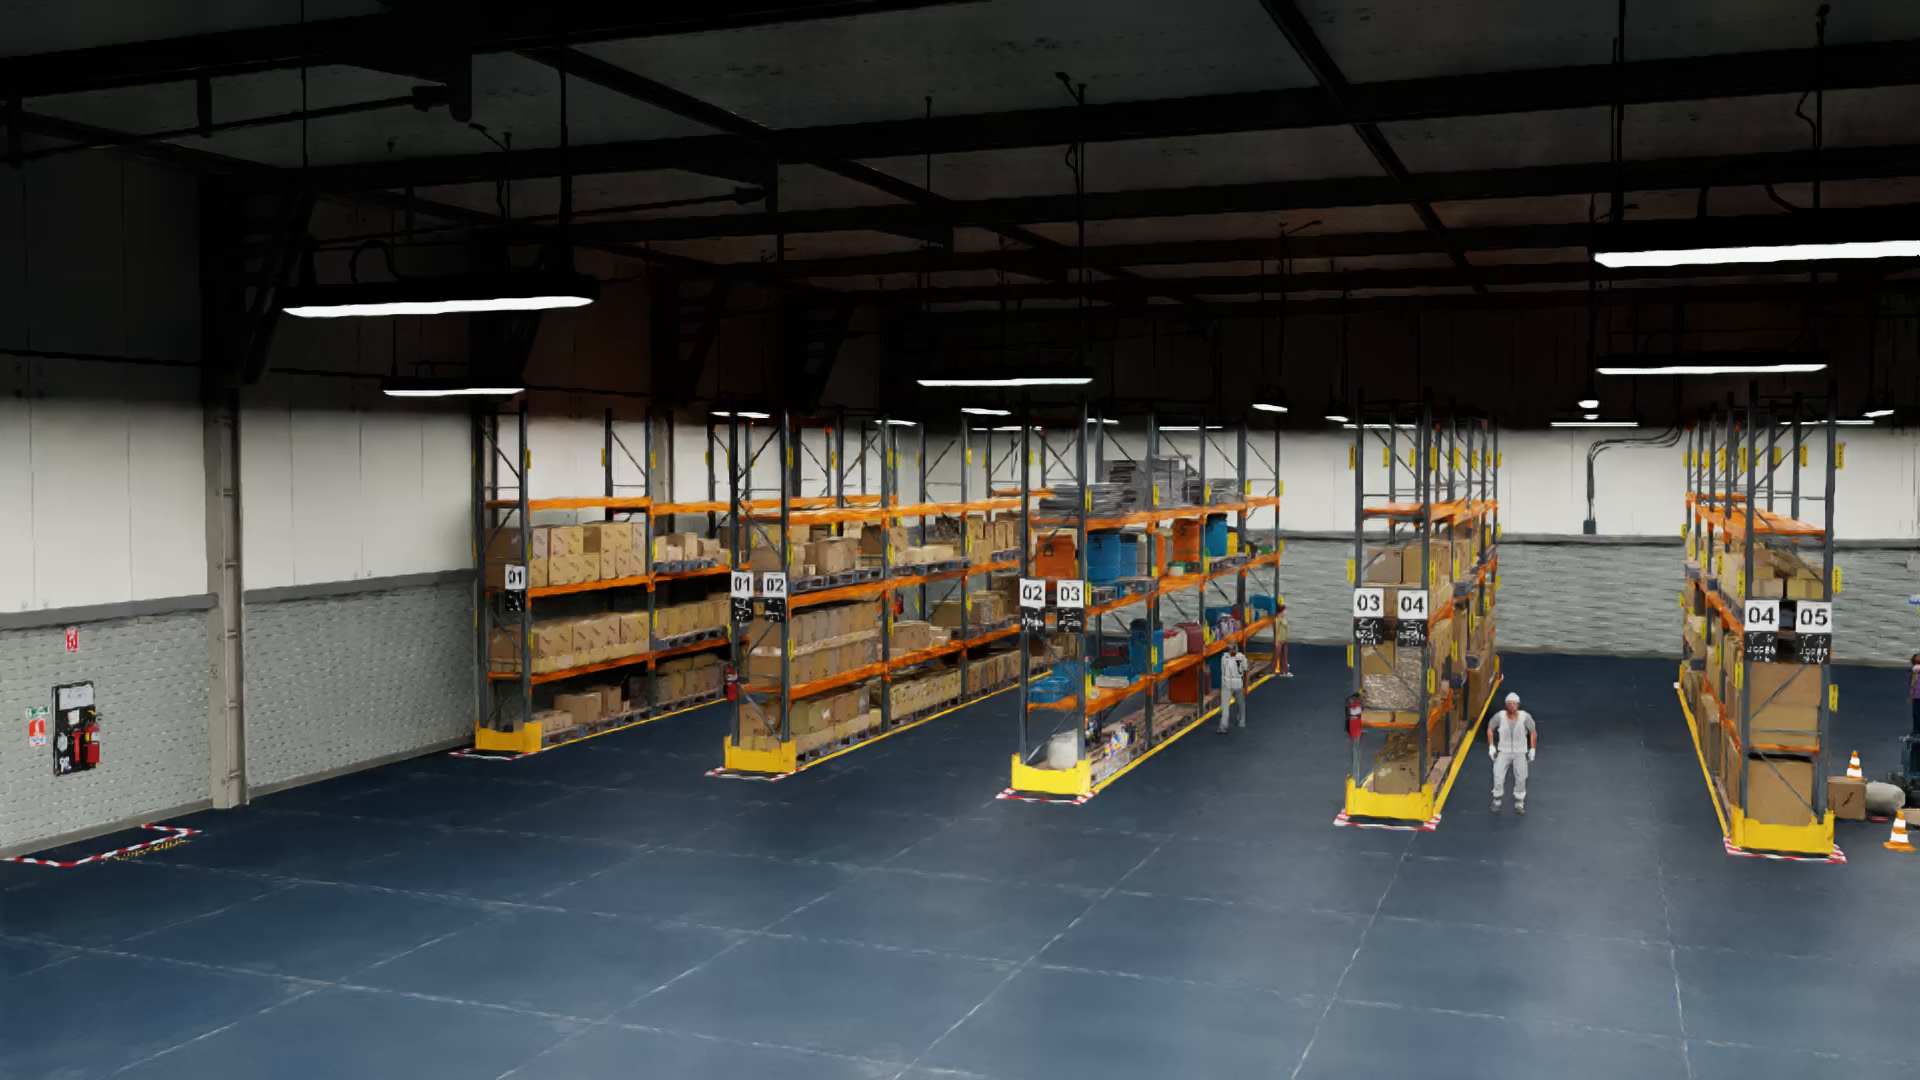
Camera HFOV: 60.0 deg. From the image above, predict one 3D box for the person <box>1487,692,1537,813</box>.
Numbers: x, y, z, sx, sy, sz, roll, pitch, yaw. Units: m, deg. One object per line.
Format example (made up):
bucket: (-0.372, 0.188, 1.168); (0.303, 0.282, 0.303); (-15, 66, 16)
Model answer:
person: (7.770, 2.999, 23.433); (0.677, 1.741, 0.551); (1, 3, 20)

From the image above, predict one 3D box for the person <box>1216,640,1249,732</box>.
person: (5.037, 2.659, 30.571); (0.540, 1.676, 1.120); (1, 3, 19)

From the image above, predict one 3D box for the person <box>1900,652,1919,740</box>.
person: (16.815, 2.769, 29.237); (0.535, 1.588, 0.532); (-3, 4, -44)

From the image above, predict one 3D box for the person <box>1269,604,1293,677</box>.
person: (7.338, 2.306, 38.096); (0.478, 1.672, 0.566); (1, 3, 28)
